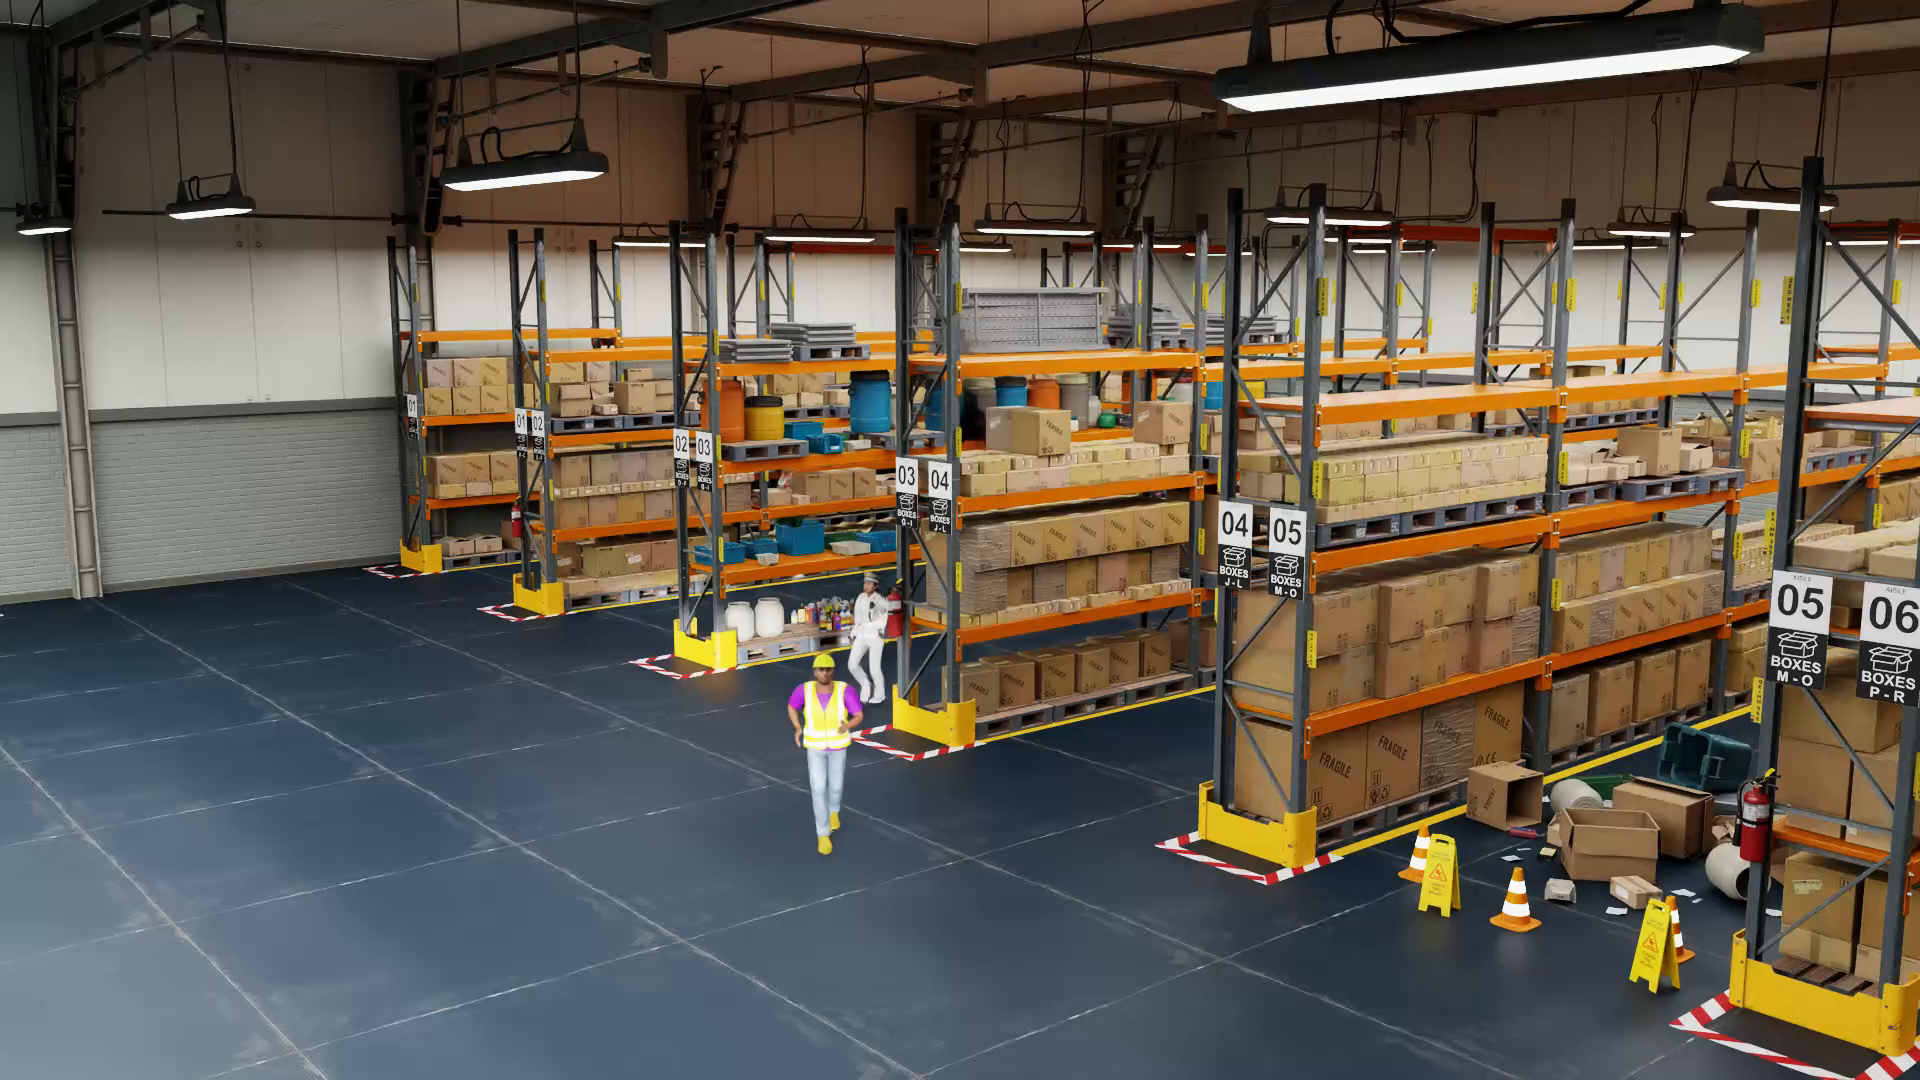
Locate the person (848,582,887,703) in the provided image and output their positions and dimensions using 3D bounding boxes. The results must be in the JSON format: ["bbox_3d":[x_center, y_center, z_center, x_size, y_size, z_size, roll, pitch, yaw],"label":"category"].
[{"bbox_3d":[-1.158,1.229,20.341,0.472,1.607,0.618,5,10,29],"label":"person"}]

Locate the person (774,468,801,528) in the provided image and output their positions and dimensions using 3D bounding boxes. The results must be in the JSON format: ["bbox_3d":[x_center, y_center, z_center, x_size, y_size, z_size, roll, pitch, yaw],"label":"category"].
[{"bbox_3d":[-3.338,-0.671,32.060,0.659,1.774,1.002,8,12,43],"label":"person"}]

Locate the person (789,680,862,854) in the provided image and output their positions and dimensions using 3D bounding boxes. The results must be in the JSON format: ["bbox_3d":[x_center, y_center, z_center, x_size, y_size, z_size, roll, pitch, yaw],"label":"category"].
[{"bbox_3d":[-1.236,2.042,15.413,0.670,1.514,0.879,-1,9,-7],"label":"person"}]
